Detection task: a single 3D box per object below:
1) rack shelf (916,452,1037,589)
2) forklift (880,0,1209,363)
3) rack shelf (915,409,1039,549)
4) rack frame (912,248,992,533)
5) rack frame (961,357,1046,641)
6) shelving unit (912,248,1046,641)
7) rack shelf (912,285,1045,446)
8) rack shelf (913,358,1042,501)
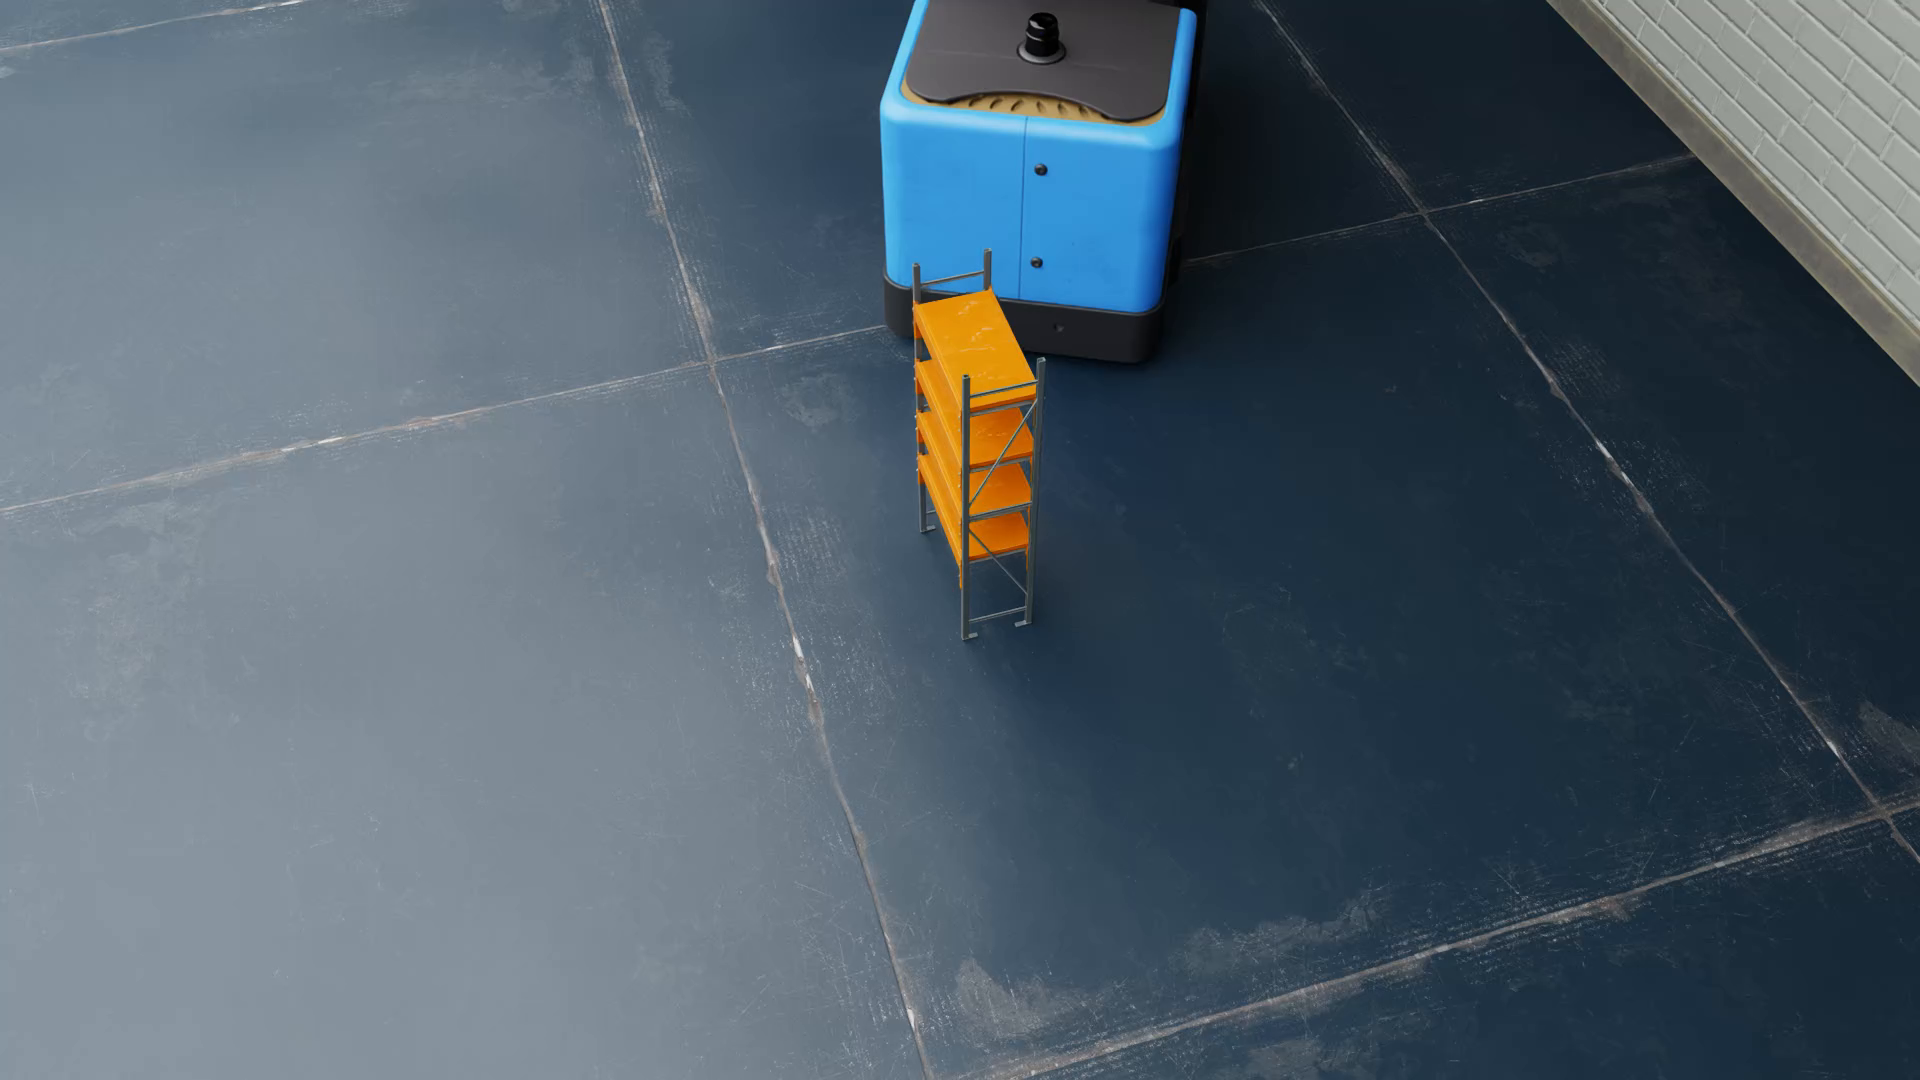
[{"bbox_3d":[0.049,-0.094,5.393,0.258,0.148,0.480,-13,51,-11],"label":"rack shelf"},{"bbox_3d":[0.470,-2.755,6.156,1.130,2.935,3.031,7,50,6],"label":"forklift"},{"bbox_3d":[0.049,-0.222,5.241,0.258,0.148,0.480,-13,51,-11],"label":"rack shelf"},{"bbox_3d":[-0.023,-0.444,5.340,0.240,1.200,0.015,-13,51,-11],"label":"rack frame"},{"bbox_3d":[0.121,-0.088,5.039,0.240,1.200,0.015,-13,51,-11],"label":"rack frame"},{"bbox_3d":[0.049,-0.266,5.189,0.258,1.200,0.503,-13,51,-11],"label":"shelving unit"},{"bbox_3d":[0.049,-0.519,4.889,0.258,0.148,0.480,-13,51,-11],"label":"rack shelf"},{"bbox_3d":[0.049,-0.367,5.070,0.258,0.148,0.480,-13,51,-11],"label":"rack shelf"}]
